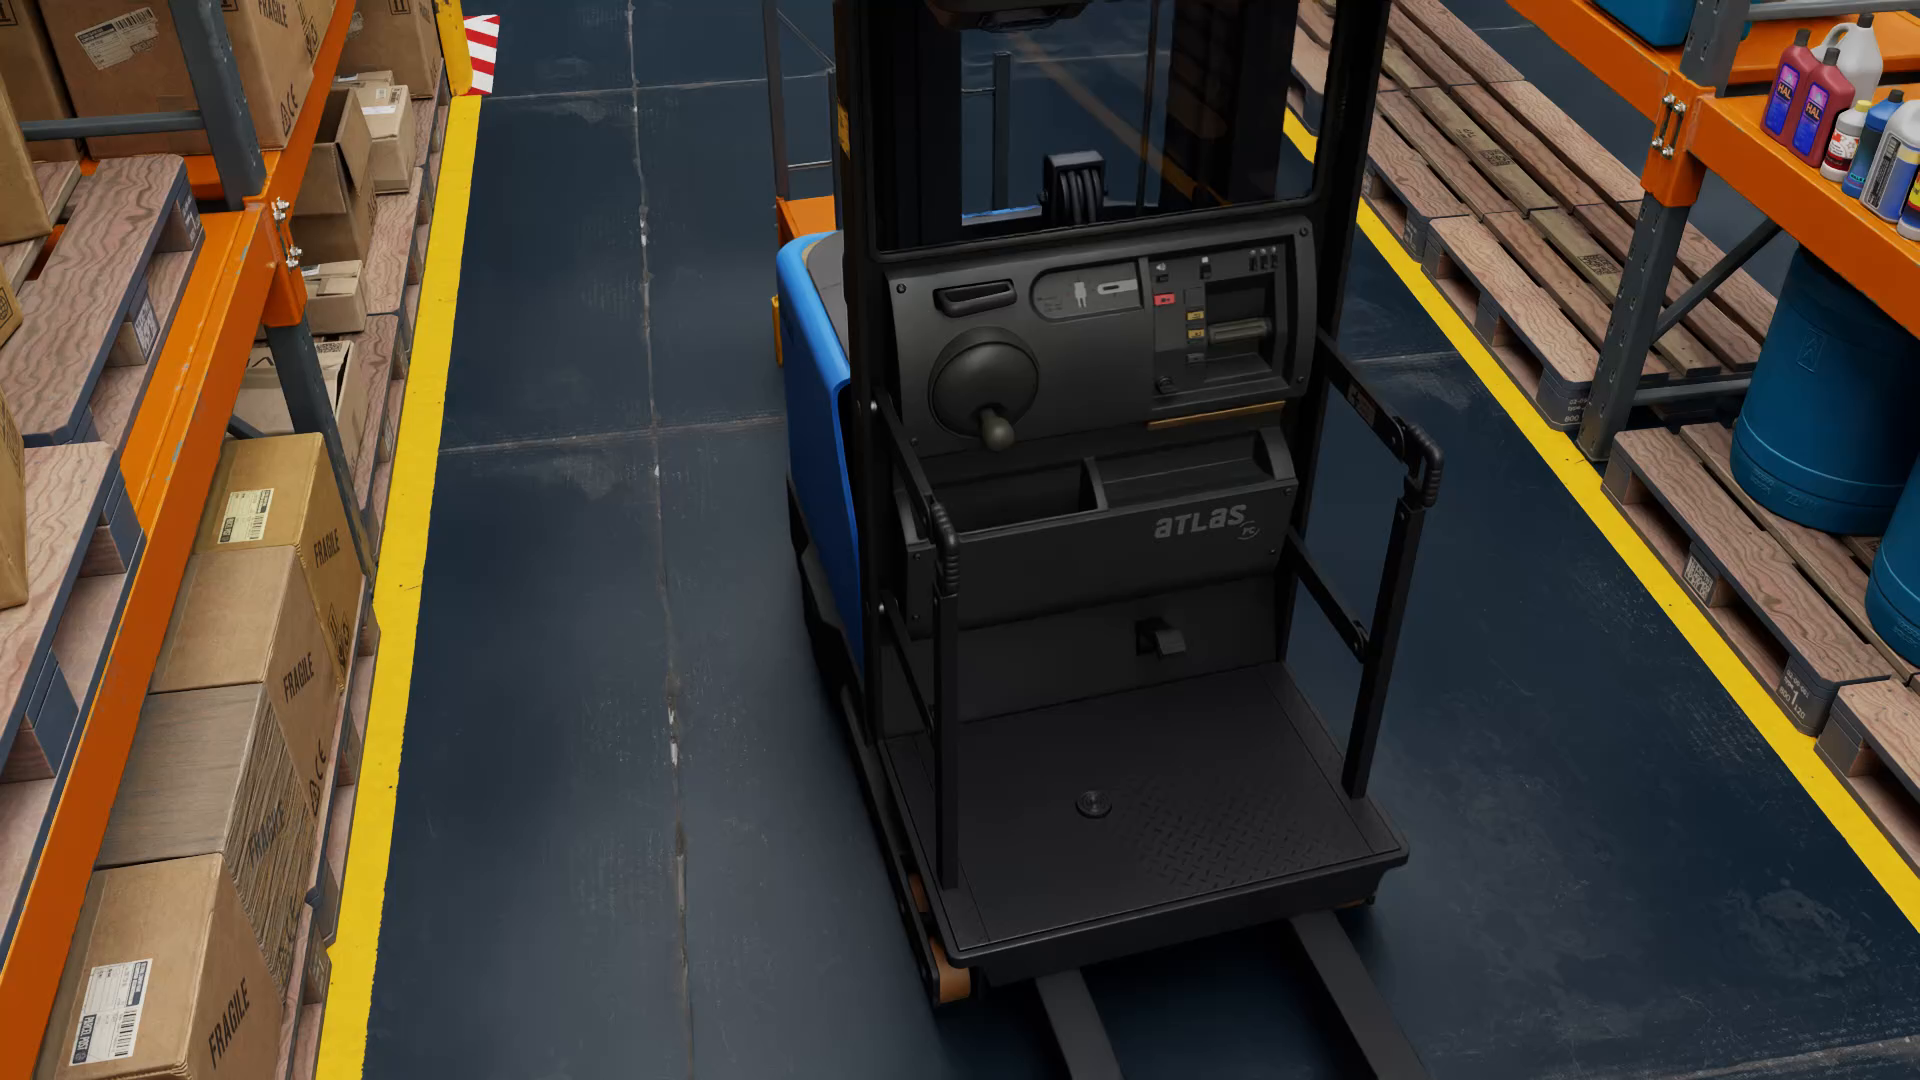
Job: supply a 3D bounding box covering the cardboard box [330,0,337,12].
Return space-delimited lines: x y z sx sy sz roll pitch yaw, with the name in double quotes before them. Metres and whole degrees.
"cardboard box" -2.277 -1.986 5.280 0.500 0.500 0.500 -6 38 -8

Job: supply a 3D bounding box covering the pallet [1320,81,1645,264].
"pallet" 2.215 -1.606 7.145 1.003 0.211 1.213 -6 38 -8

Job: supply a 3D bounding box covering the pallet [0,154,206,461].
"pallet" -2.245 -0.428 3.513 1.003 0.211 1.213 -6 38 -8

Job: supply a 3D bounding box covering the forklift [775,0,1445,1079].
"forklift" 0.373 -0.357 3.320 1.130 2.935 3.031 -10 39 -13

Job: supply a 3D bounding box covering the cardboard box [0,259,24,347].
"cardboard box" -2.232 -0.485 3.005 0.700 0.500 0.500 -1 38 -1

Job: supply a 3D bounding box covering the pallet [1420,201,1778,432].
"pallet" 2.432 -0.868 6.195 1.003 0.211 1.213 -6 38 -8

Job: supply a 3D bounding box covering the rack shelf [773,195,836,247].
"rack shelf" -0.247 -0.851 5.416 0.538 0.185 1.000 -10 39 -13

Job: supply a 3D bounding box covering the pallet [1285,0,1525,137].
"pallet" 2.005 -2.341 8.092 1.003 0.211 1.213 -6 38 -8

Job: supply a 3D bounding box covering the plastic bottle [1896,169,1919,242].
"plastic bottle" 2.363 -0.863 4.021 0.097 0.271 0.097 0 38 0

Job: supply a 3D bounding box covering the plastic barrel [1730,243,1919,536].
"plastic barrel" 2.678 -0.536 4.862 0.600 0.901 0.708 -6 38 -8

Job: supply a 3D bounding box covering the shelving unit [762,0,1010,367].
"shelving unit" -0.250 -0.999 5.313 0.587 1.500 1.083 -10 39 -13

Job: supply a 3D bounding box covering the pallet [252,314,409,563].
"pallet" -2.397 -0.312 5.480 1.003 0.211 1.213 -6 38 -8

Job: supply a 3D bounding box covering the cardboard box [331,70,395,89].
"cardboard box" -2.659 -1.913 7.218 0.380 0.166 0.250 -6 38 -8

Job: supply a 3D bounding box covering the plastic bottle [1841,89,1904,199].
"plastic bottle" 2.322 -1.004 4.202 0.097 0.271 0.097 0 38 0

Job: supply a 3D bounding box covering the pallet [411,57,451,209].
"pallet" -2.825 -1.786 7.377 1.003 0.211 1.213 -6 38 -8

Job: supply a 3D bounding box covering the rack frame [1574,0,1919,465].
"rack frame" 2.599 -1.529 4.773 1.000 3.000 0.127 -6 38 -8

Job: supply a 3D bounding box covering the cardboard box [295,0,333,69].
"cardboard box" -2.192 -1.684 4.891 0.500 0.500 0.500 -6 38 -7

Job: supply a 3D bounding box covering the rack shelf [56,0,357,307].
"rack shelf" -2.628 -1.922 5.866 1.077 0.370 4.000 -6 38 -8

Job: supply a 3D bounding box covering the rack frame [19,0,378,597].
"rack frame" -2.278 -0.998 4.090 1.000 3.000 0.127 -6 38 -8

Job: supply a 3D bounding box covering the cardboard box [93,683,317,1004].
"cardboard box" -1.743 0.685 3.603 0.500 0.500 0.500 -6 38 -7

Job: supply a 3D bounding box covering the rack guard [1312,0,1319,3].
"rack guard" 1.881 -2.971 8.666 1.175 0.500 0.348 -6 38 -8

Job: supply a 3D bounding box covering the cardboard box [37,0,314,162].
"cardboard box" -2.099 -1.375 4.493 0.500 0.500 0.500 -5 38 -7

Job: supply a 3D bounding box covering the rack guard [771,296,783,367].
"rack guard" -0.387 -0.799 6.075 0.587 0.250 0.087 -10 39 -13

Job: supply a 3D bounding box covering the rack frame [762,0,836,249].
"rack frame" -0.387 -1.293 5.692 0.500 1.500 0.032 -10 39 -13

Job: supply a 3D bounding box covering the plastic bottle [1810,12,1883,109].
"plastic bottle" 2.349 -1.237 4.438 0.144 0.351 0.185 -6 38 -8

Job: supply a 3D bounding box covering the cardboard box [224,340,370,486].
"cardboard box" -2.138 -0.387 5.136 0.500 0.311 0.500 -6 38 -8

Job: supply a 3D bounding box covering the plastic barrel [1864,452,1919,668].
"plastic barrel" 2.802 -0.108 4.312 0.600 0.901 0.708 -6 38 -8

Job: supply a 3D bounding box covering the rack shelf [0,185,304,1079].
"rack shelf" -1.927 0.494 2.756 1.077 0.370 4.000 -6 38 -8

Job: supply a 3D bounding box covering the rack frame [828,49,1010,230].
"rack frame" -0.108 -0.693 4.920 0.500 1.500 0.032 -10 39 -13

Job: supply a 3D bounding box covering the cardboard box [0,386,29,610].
"cardboard box" -1.907 -0.143 2.565 0.700 0.500 0.500 -16 41 -19

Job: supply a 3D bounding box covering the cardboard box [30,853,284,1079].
"cardboard box" -1.652 0.992 3.207 0.500 0.500 0.500 -7 38 -9

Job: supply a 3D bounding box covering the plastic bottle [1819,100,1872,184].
"plastic bottle" 2.305 -1.035 4.299 0.097 0.201 0.097 0 38 0

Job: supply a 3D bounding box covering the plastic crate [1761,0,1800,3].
"plastic crate" 2.659 -1.745 5.217 0.396 0.136 0.243 -6 38 -8

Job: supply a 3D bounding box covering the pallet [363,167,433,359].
"pallet" -2.615 -1.050 6.430 1.003 0.211 1.213 -6 38 -8

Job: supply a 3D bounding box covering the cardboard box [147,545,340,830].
"cardboard box" -1.831 0.382 3.992 0.500 0.500 0.500 -6 38 -8

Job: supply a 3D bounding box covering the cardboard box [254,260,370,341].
"cardboard box" -2.300 -0.851 5.852 0.380 0.166 0.250 -6 38 -8

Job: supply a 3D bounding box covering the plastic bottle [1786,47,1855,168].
"plastic bottle" 2.267 -1.135 4.361 0.061 0.283 0.133 -6 38 -8

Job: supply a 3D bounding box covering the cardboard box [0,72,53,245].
"cardboard box" -2.415 -0.893 3.531 0.700 0.500 0.500 -19 42 -23

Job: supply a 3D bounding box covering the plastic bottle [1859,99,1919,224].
"plastic bottle" 2.370 -0.938 4.114 0.152 0.276 0.135 -6 38 -8

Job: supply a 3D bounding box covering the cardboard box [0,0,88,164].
"cardboard box" -2.618 -1.312 4.412 0.500 0.500 0.500 -6 38 -7

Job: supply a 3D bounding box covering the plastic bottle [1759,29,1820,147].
"plastic bottle" 2.244 -1.215 4.465 0.061 0.283 0.133 -6 38 -8

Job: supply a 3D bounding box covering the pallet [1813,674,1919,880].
"pallet" 2.911 0.781 4.072 1.003 0.211 1.213 -6 38 -8

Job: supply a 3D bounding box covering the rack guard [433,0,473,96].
"rack guard" -2.966 -2.381 7.908 1.175 0.500 0.348 -6 38 -8

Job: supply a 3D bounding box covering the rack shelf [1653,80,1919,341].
"rack shelf" 2.950 -0.037 3.439 1.077 0.370 4.000 -6 38 -8

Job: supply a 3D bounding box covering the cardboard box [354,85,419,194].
"cardboard box" -2.504 -1.623 6.777 0.500 0.250 0.500 -6 38 -8

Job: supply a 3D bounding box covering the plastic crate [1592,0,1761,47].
"plastic crate" 2.182 -1.791 5.075 0.392 0.384 0.575 -6 38 -8

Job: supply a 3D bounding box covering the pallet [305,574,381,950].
"pallet" -2.098 0.590 4.318 1.003 0.211 1.213 -6 38 -8

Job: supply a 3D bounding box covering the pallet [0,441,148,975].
"pallet" -1.922 0.319 2.550 1.003 0.211 1.213 -6 38 -8

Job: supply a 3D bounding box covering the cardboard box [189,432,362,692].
"cardboard box" -1.909 0.082 4.378 0.500 0.500 0.500 -6 38 -8

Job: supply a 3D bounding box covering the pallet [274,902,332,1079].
"pallet" -1.881 1.329 3.368 1.003 0.211 1.213 -6 38 -8

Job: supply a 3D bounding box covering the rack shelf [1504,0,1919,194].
"rack shelf" 2.249 -2.453 6.549 1.077 0.370 4.000 -6 38 -8

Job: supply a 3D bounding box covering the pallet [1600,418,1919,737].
"pallet" 2.694 0.043 5.023 1.003 0.211 1.213 -6 38 -8

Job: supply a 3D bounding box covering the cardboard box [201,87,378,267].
"cardboard box" -2.612 -1.320 6.181 0.797 0.503 0.637 -6 38 -8

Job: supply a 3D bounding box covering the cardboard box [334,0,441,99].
"cardboard box" -2.641 -2.299 7.443 0.500 0.500 0.500 -6 38 -8

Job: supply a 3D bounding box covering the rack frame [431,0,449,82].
"rack frame" -2.979 -3.414 7.200 1.000 3.000 0.127 -6 38 -8
